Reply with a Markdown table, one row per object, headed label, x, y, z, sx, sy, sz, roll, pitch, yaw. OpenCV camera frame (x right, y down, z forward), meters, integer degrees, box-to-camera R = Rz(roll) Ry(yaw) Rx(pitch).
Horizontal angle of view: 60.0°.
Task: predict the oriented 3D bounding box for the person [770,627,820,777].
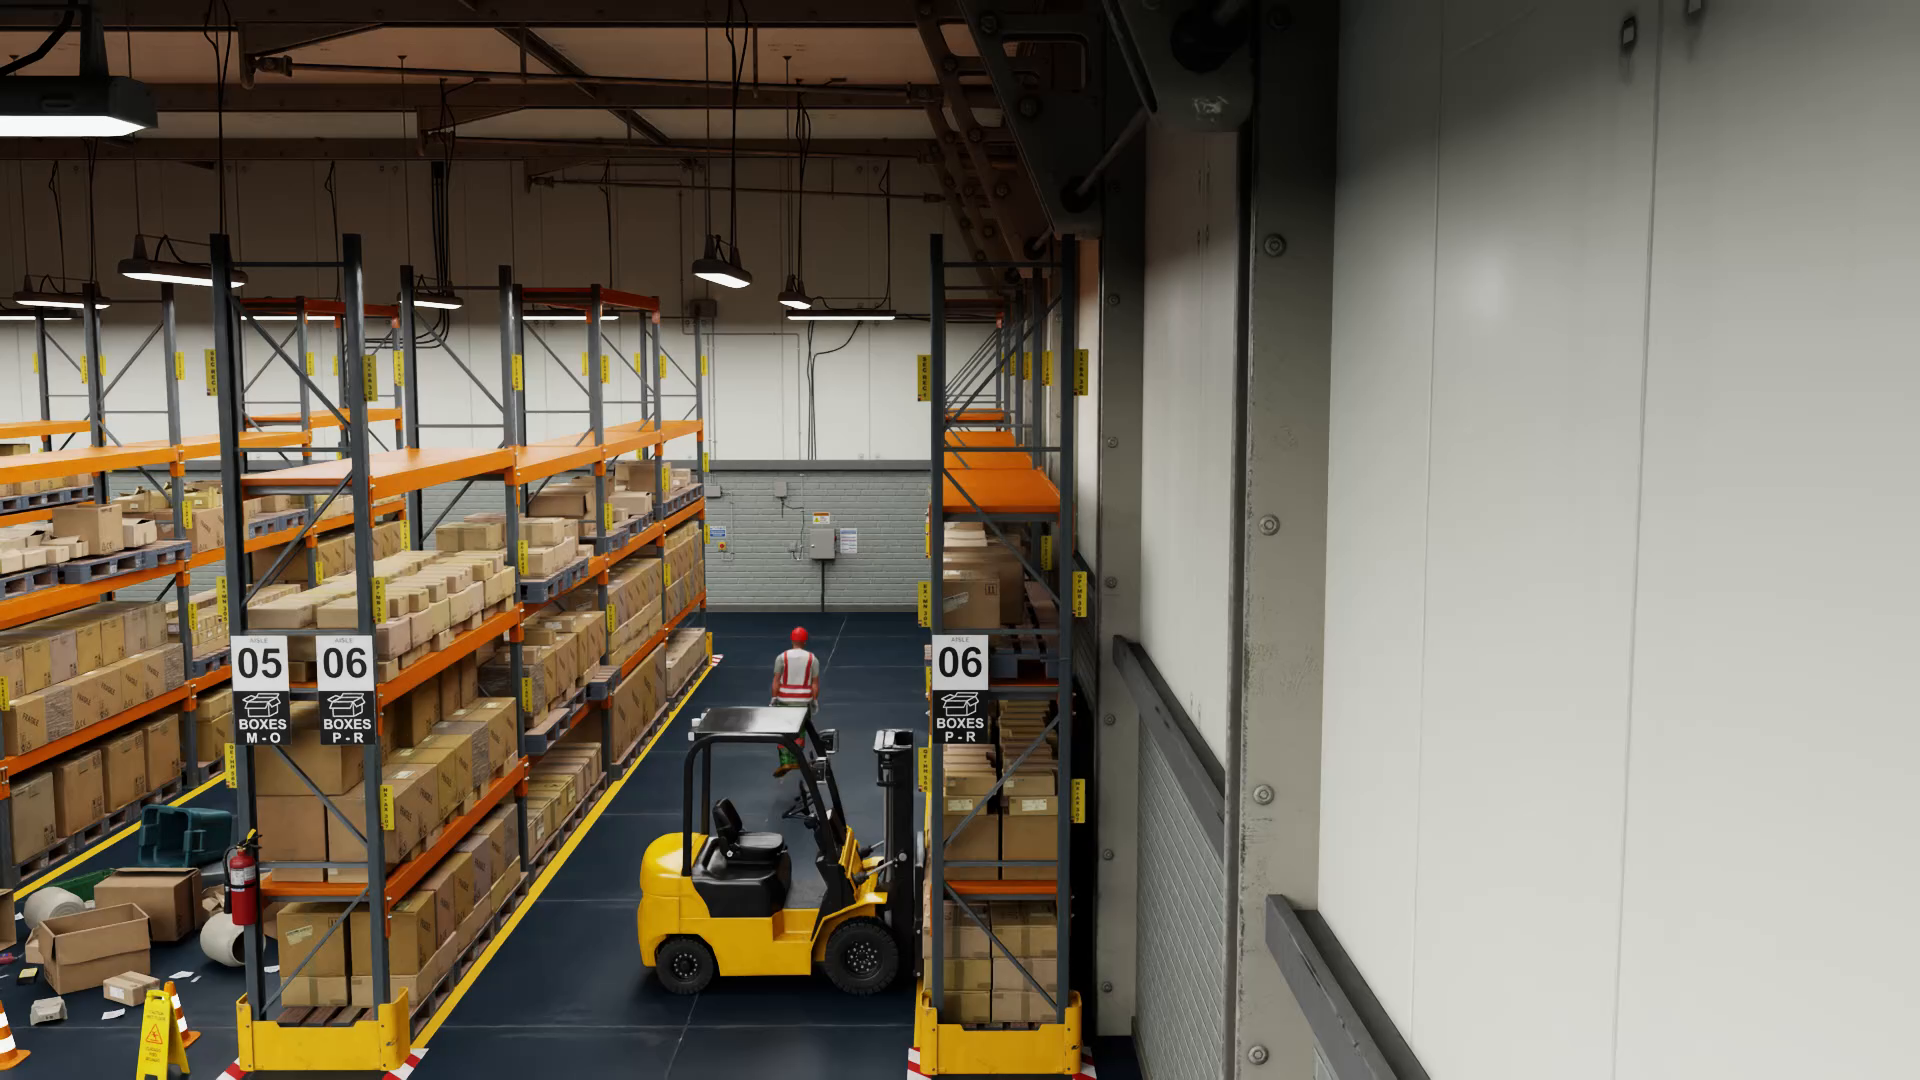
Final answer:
| label | x | y | z | sx | sy | sz | roll | pitch | yaw |
| --- | --- | --- | --- | --- | --- | --- | --- | --- | --- |
| person | -1.955 | 1.923 | 19.704 | 0.593 | 1.788 | 0.492 | 0 | 6 | -4 |
